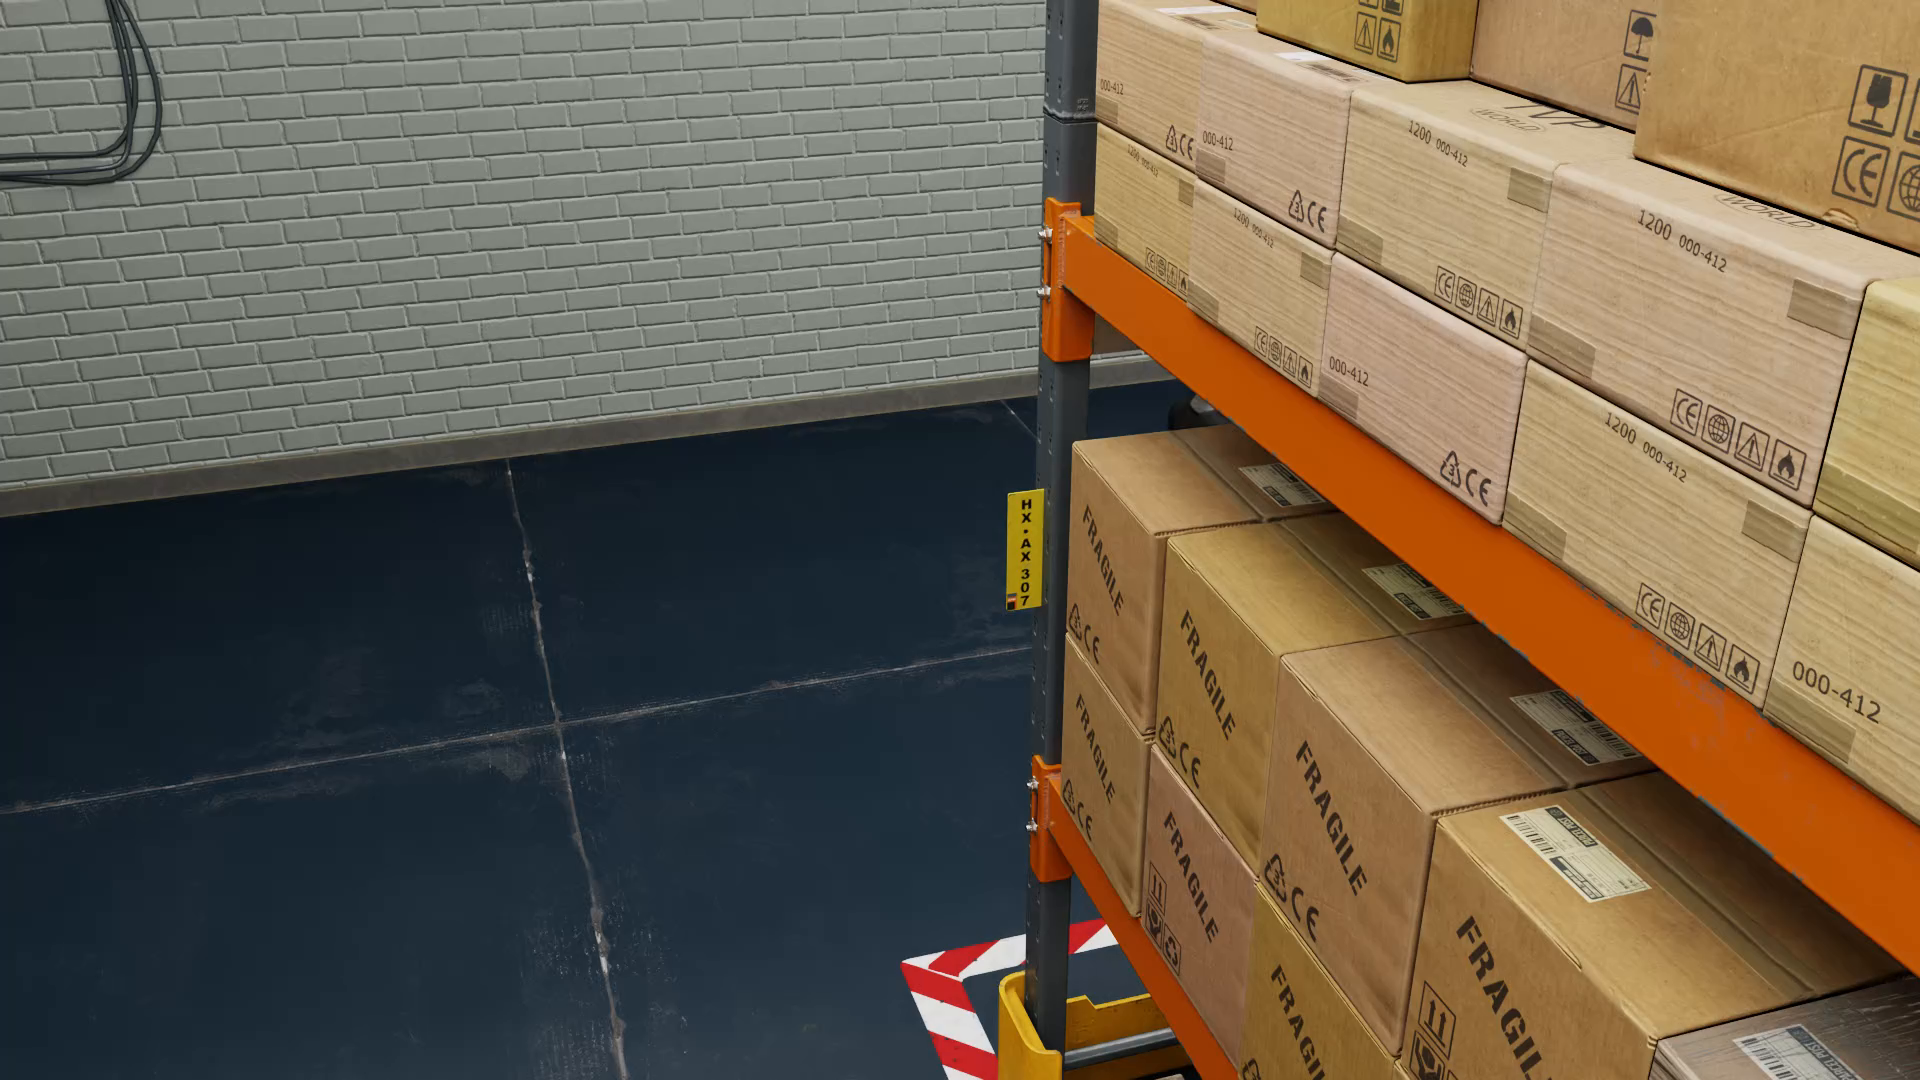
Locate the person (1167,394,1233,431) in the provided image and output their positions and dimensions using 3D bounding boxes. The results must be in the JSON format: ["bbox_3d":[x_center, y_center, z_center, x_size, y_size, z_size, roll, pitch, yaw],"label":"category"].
[{"bbox_3d":[1.107,0.017,6.617,0.550,1.711,0.494,-8,27,-15],"label":"person"}]
